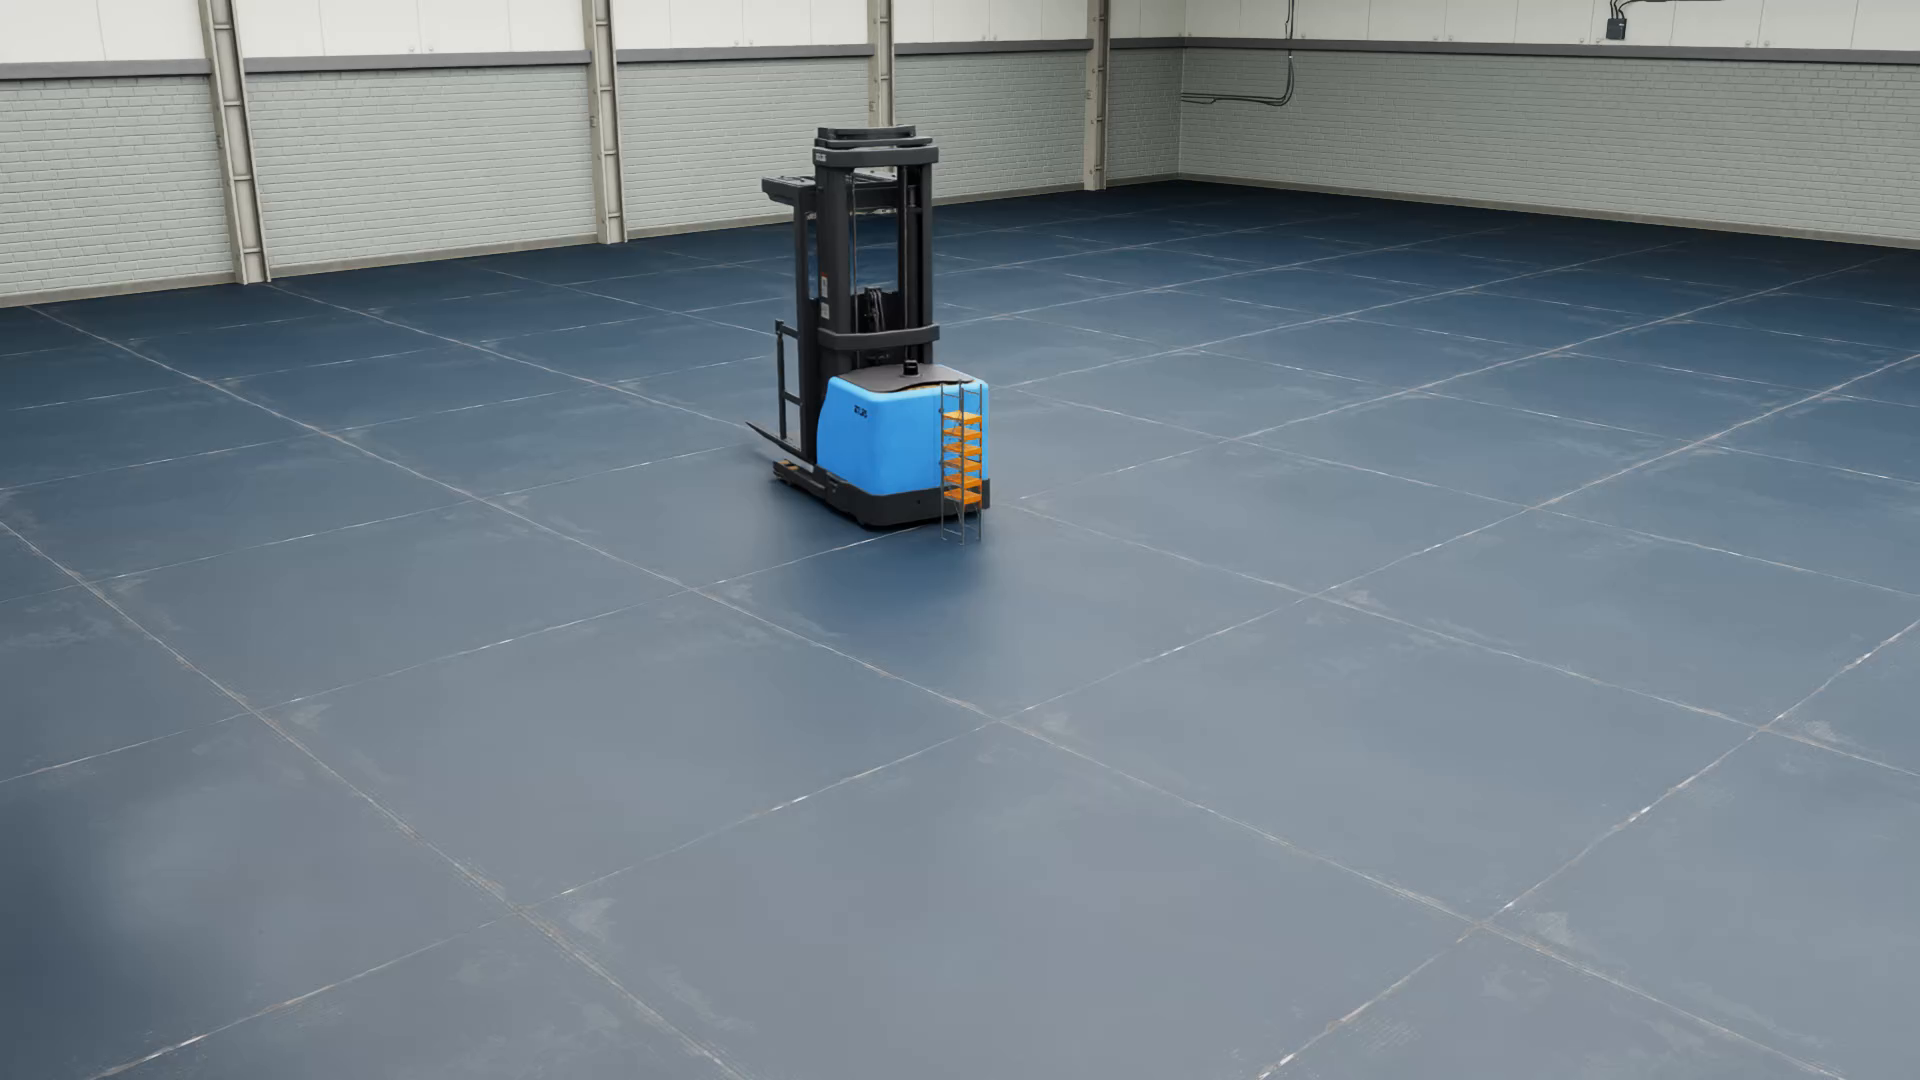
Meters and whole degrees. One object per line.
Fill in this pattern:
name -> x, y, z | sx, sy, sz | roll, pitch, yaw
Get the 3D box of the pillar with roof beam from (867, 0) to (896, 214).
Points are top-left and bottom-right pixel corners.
pillar with roof beam -> 1.489, -9.584, 27.453 | 0.400, 9.000, 9.100 | -16, 24, -41

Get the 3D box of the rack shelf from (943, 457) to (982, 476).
rack shelf -> 0.011, -0.532, 12.323 | 0.180, 0.103, 0.258 | -16, 24, -41

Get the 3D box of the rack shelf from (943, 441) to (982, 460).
rack shelf -> 0.011, -0.646, 12.286 | 0.180, 0.103, 0.258 | -16, 24, -41

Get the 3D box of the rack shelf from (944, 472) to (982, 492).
rack shelf -> 0.011, -0.417, 12.360 | 0.180, 0.103, 0.258 | -16, 24, -41

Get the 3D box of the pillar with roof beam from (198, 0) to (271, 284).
pillar with roof beam -> -7.230, -7.041, 19.610 | 0.400, 9.000, 9.100 | -16, 24, -41

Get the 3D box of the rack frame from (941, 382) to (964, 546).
rack frame -> -0.056, -0.554, 12.249 | 0.006, 1.200, 0.240 | -16, 24, -41

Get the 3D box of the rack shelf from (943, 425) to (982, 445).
rack shelf -> 0.011, -0.760, 12.249 | 0.180, 0.103, 0.258 | -16, 24, -41

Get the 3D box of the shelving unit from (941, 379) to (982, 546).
shelving unit -> 0.011, -0.574, 12.309 | 0.189, 1.200, 0.258 | -16, 24, -41

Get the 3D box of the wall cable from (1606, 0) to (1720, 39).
wall cable -> 12.451, -11.635, 28.265 | 0.169, 6.003, 2.305 | -16, 24, -41

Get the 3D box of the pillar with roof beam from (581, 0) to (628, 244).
pillar with roof beam -> -2.870, -8.312, 23.532 | 0.400, 9.000, 9.100 | -16, 24, -41

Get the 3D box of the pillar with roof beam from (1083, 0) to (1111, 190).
pillar with roof beam -> 5.849, -10.855, 31.374 | 0.400, 9.000, 9.100 | -16, 24, -41

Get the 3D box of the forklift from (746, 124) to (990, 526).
forklift -> -0.919, -1.906, 13.611 | 1.130, 2.935, 3.031 | -10, 20, -27

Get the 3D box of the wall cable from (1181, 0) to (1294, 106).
wall cable -> 5.941, -10.671, 35.840 | 0.112, 2.526, 3.097 | -16, 24, -41

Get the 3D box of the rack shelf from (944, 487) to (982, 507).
rack shelf -> 0.011, -0.303, 12.397 | 0.180, 0.103, 0.258 | -16, 24, -41

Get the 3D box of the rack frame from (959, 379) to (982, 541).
rack frame -> 0.077, -0.593, 12.369 | 0.006, 1.200, 0.240 | -16, 24, -41

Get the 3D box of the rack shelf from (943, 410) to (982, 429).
rack shelf -> 0.011, -0.874, 12.212 | 0.180, 0.103, 0.258 | -16, 24, -41
